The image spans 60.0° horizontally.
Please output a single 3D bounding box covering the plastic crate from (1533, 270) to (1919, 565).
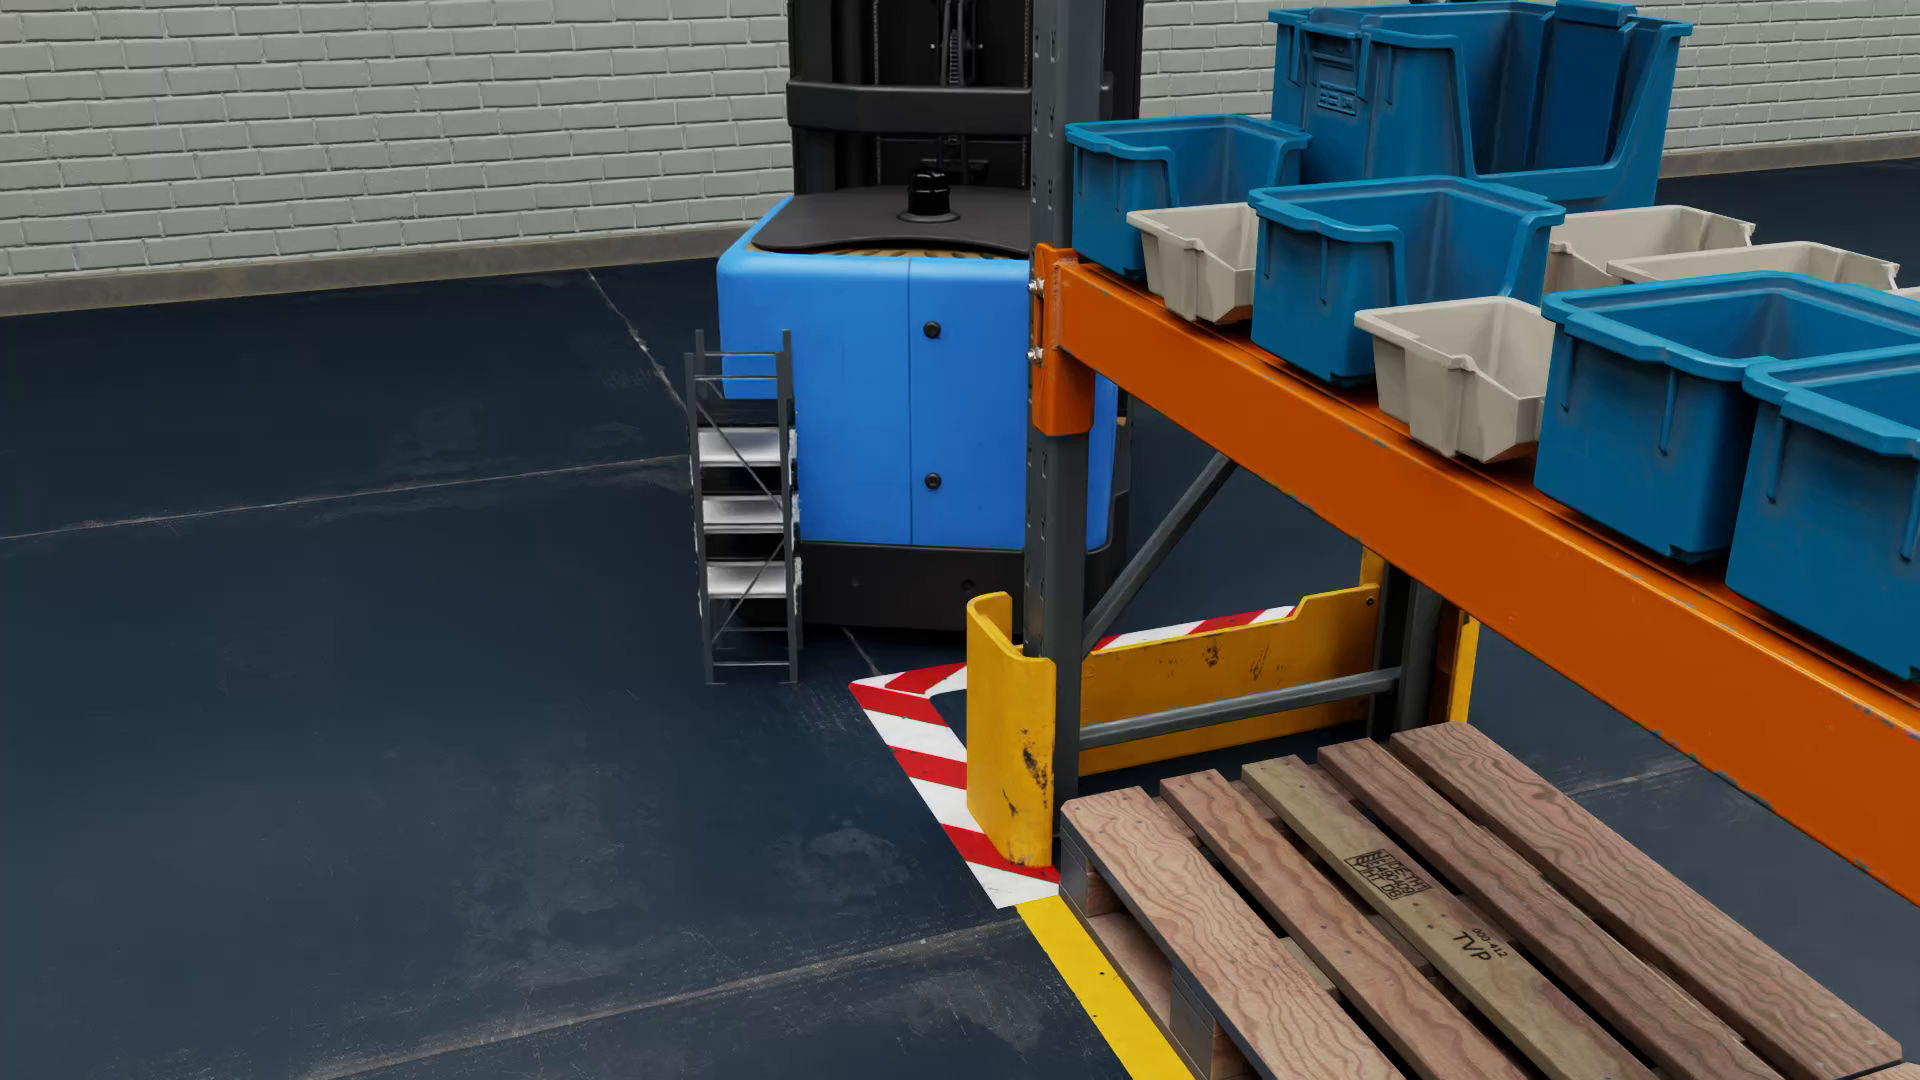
[{"bbox_3d":[0.868,-0.141,1.860,0.416,0.233,0.300,-8,24,-19],"label":"plastic crate"}]

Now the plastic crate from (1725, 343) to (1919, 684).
[{"bbox_3d":[0.974,-0.032,1.601,0.416,0.233,0.300,-8,24,-19],"label":"plastic crate"}]

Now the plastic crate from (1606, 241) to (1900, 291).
[{"bbox_3d":[1.170,-0.331,2.435,0.396,0.136,0.243,-8,24,-19],"label":"plastic crate"}]

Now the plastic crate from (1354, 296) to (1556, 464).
[{"bbox_3d":[0.679,-0.200,2.126,0.250,0.136,0.298,-8,24,-19],"label":"plastic crate"}]

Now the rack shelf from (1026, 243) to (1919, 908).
[{"bbox_3d":[1.331,0.255,1.710,1.077,0.370,4.000,-8,24,-19],"label":"rack shelf"}]

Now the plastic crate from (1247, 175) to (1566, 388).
[{"bbox_3d":[0.636,-0.380,2.428,0.416,0.233,0.300,-8,24,-19],"label":"plastic crate"}]

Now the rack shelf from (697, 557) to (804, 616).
[{"bbox_3d":[-0.545,0.121,4.353,0.258,0.077,0.200,0,23,-1],"label":"rack shelf"}]

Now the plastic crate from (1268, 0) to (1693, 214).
[{"bbox_3d":[0.917,-0.751,3.048,0.616,0.435,0.499,-8,24,-19],"label":"plastic crate"}]

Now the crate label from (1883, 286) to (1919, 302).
[{"bbox_3d":[1.292,-0.233,2.203,0.396,0.136,0.243,-8,24,-19],"label":"crate label"}]

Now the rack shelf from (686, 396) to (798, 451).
[{"bbox_3d":[-0.545,-0.294,4.178,0.258,0.077,0.200,0,23,-1],"label":"rack shelf"}]

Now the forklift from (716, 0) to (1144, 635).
[{"bbox_3d":[0.045,-1.627,5.337,1.130,2.935,3.031,3,23,6],"label":"forklift"}]

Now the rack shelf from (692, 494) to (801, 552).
[{"bbox_3d":[-0.545,-0.045,4.283,0.258,0.077,0.200,0,23,-1],"label":"rack shelf"}]

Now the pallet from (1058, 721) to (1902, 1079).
[{"bbox_3d":[0.879,0.786,3.112,1.003,0.211,1.213,-8,24,-19],"label":"pallet"}]

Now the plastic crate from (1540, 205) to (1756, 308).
[{"bbox_3d":[1.081,-0.438,2.690,0.396,0.136,0.243,-8,24,-19],"label":"plastic crate"}]

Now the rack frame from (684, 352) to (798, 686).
[{"bbox_3d":[-0.543,-0.036,4.176,0.240,0.900,0.006,0,23,-1],"label":"rack frame"}]

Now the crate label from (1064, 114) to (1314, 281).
[{"bbox_3d":[0.403,-0.619,2.995,0.416,0.233,0.303,-8,24,-19],"label":"crate label"}]

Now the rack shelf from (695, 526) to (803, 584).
[{"bbox_3d":[-0.545,0.038,4.318,0.258,0.077,0.200,0,23,-1],"label":"rack shelf"}]

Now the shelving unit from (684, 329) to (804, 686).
[{"bbox_3d":[-0.545,-0.076,4.270,0.258,0.900,0.210,0,23,-1],"label":"shelving unit"}]

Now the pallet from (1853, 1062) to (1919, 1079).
[{"bbox_3d":[1.306,1.229,2.062,1.003,0.211,1.213,-8,24,-19],"label":"pallet"}]

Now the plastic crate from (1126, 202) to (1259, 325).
[{"bbox_3d":[0.439,-0.447,2.710,0.250,0.136,0.298,-8,24,-19],"label":"plastic crate"}]

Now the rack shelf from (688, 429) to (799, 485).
[{"bbox_3d":[-0.545,-0.211,4.213,0.258,0.077,0.200,0,23,-1],"label":"rack shelf"}]

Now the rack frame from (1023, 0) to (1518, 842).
[{"bbox_3d":[0.624,-0.804,3.294,1.000,3.000,0.127,-8,24,-19],"label":"rack frame"}]

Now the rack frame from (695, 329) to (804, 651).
[{"bbox_3d":[-0.547,-0.115,4.363,0.240,0.900,0.006,0,23,-1],"label":"rack frame"}]

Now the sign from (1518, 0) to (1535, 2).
[{"bbox_3d":[1.133,-0.960,3.456,0.100,0.325,0.005,-8,24,-19],"label":"sign"}]

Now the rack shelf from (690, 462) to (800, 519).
[{"bbox_3d":[-0.545,-0.128,4.248,0.258,0.077,0.200,0,23,-1],"label":"rack shelf"}]

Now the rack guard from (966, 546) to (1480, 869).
[{"bbox_3d":[0.603,0.341,3.796,1.175,0.500,0.348,-8,24,-19],"label":"rack guard"}]
